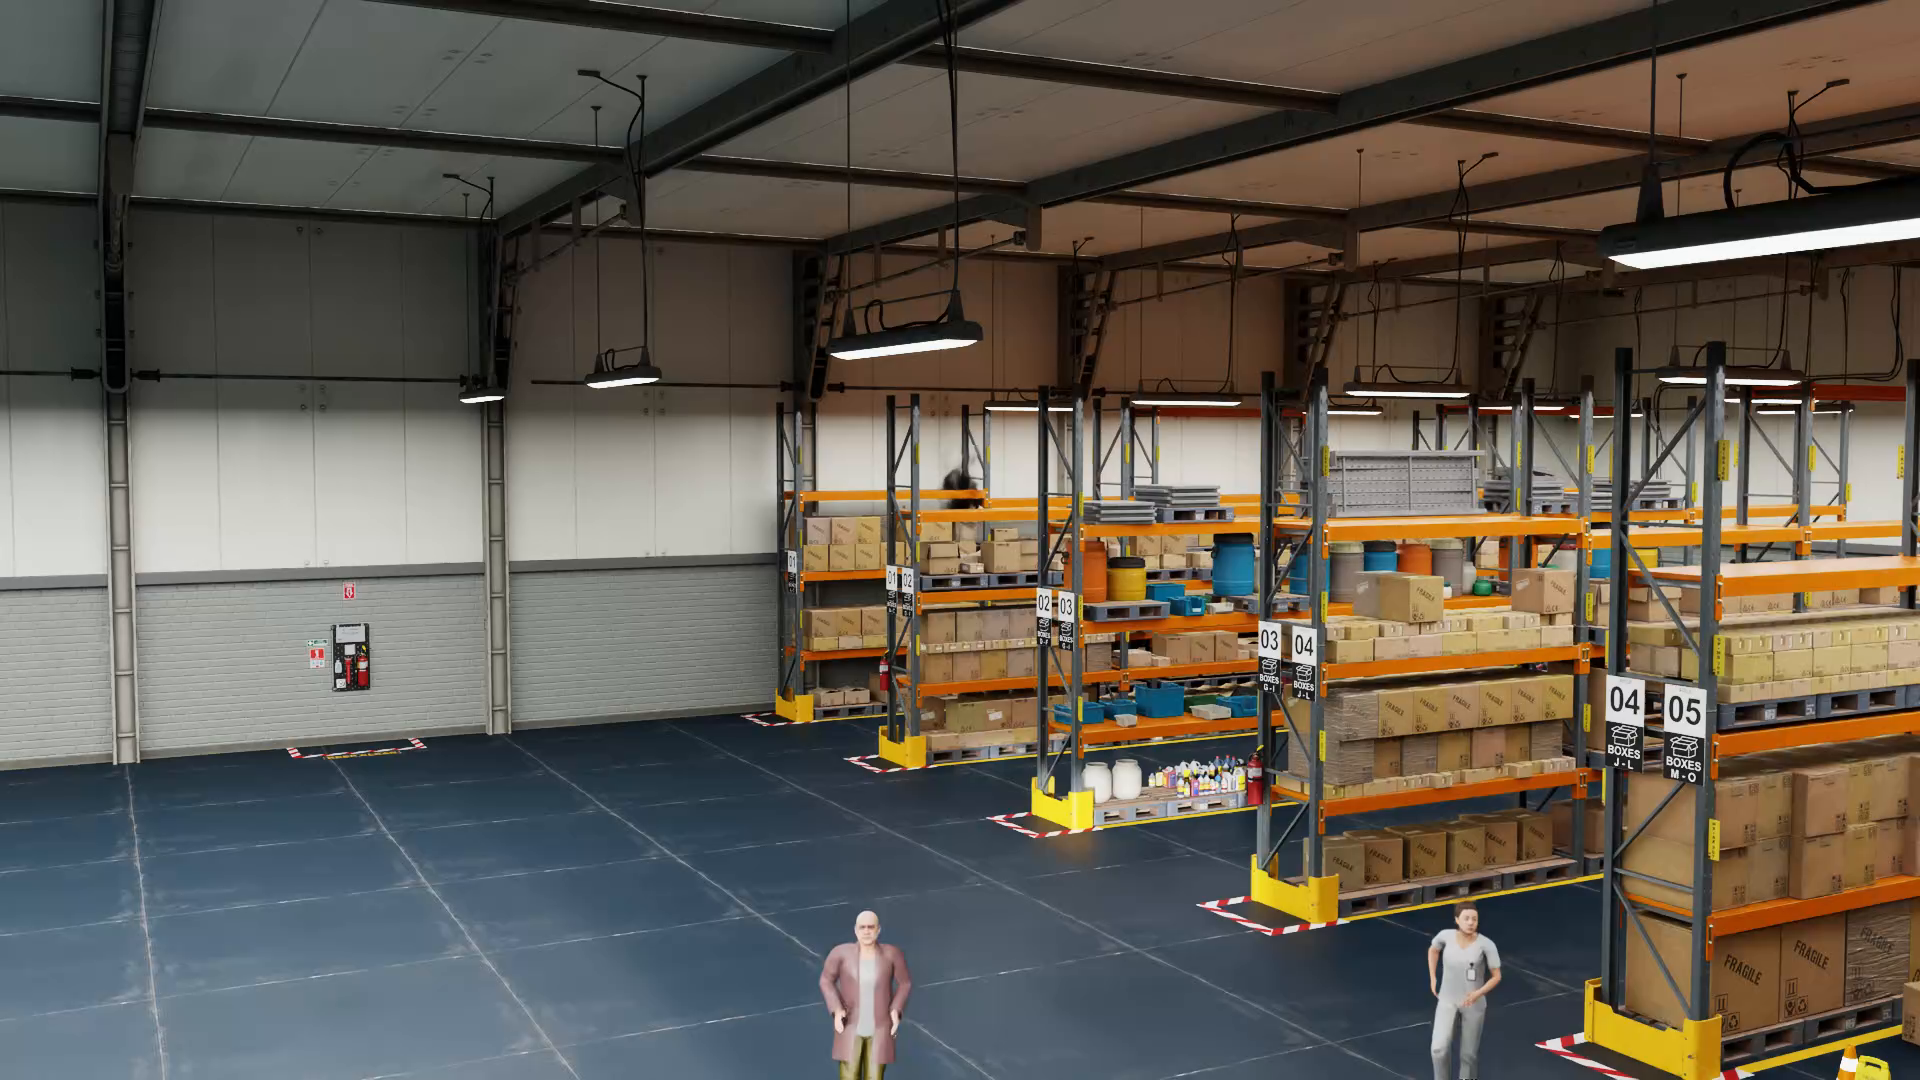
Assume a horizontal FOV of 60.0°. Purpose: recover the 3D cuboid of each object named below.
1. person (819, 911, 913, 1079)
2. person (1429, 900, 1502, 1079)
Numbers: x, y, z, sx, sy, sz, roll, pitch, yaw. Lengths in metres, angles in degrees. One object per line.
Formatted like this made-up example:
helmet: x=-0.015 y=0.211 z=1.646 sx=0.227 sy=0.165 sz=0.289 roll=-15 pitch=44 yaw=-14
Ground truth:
person: x=-0.695 y=3.597 z=12.298 sx=0.694 sy=1.730 sz=0.632 roll=0 pitch=3 yaw=-3
person: x=3.880 y=3.612 z=12.832 sx=0.569 sy=1.699 sz=0.721 roll=1 pitch=4 yaw=24
